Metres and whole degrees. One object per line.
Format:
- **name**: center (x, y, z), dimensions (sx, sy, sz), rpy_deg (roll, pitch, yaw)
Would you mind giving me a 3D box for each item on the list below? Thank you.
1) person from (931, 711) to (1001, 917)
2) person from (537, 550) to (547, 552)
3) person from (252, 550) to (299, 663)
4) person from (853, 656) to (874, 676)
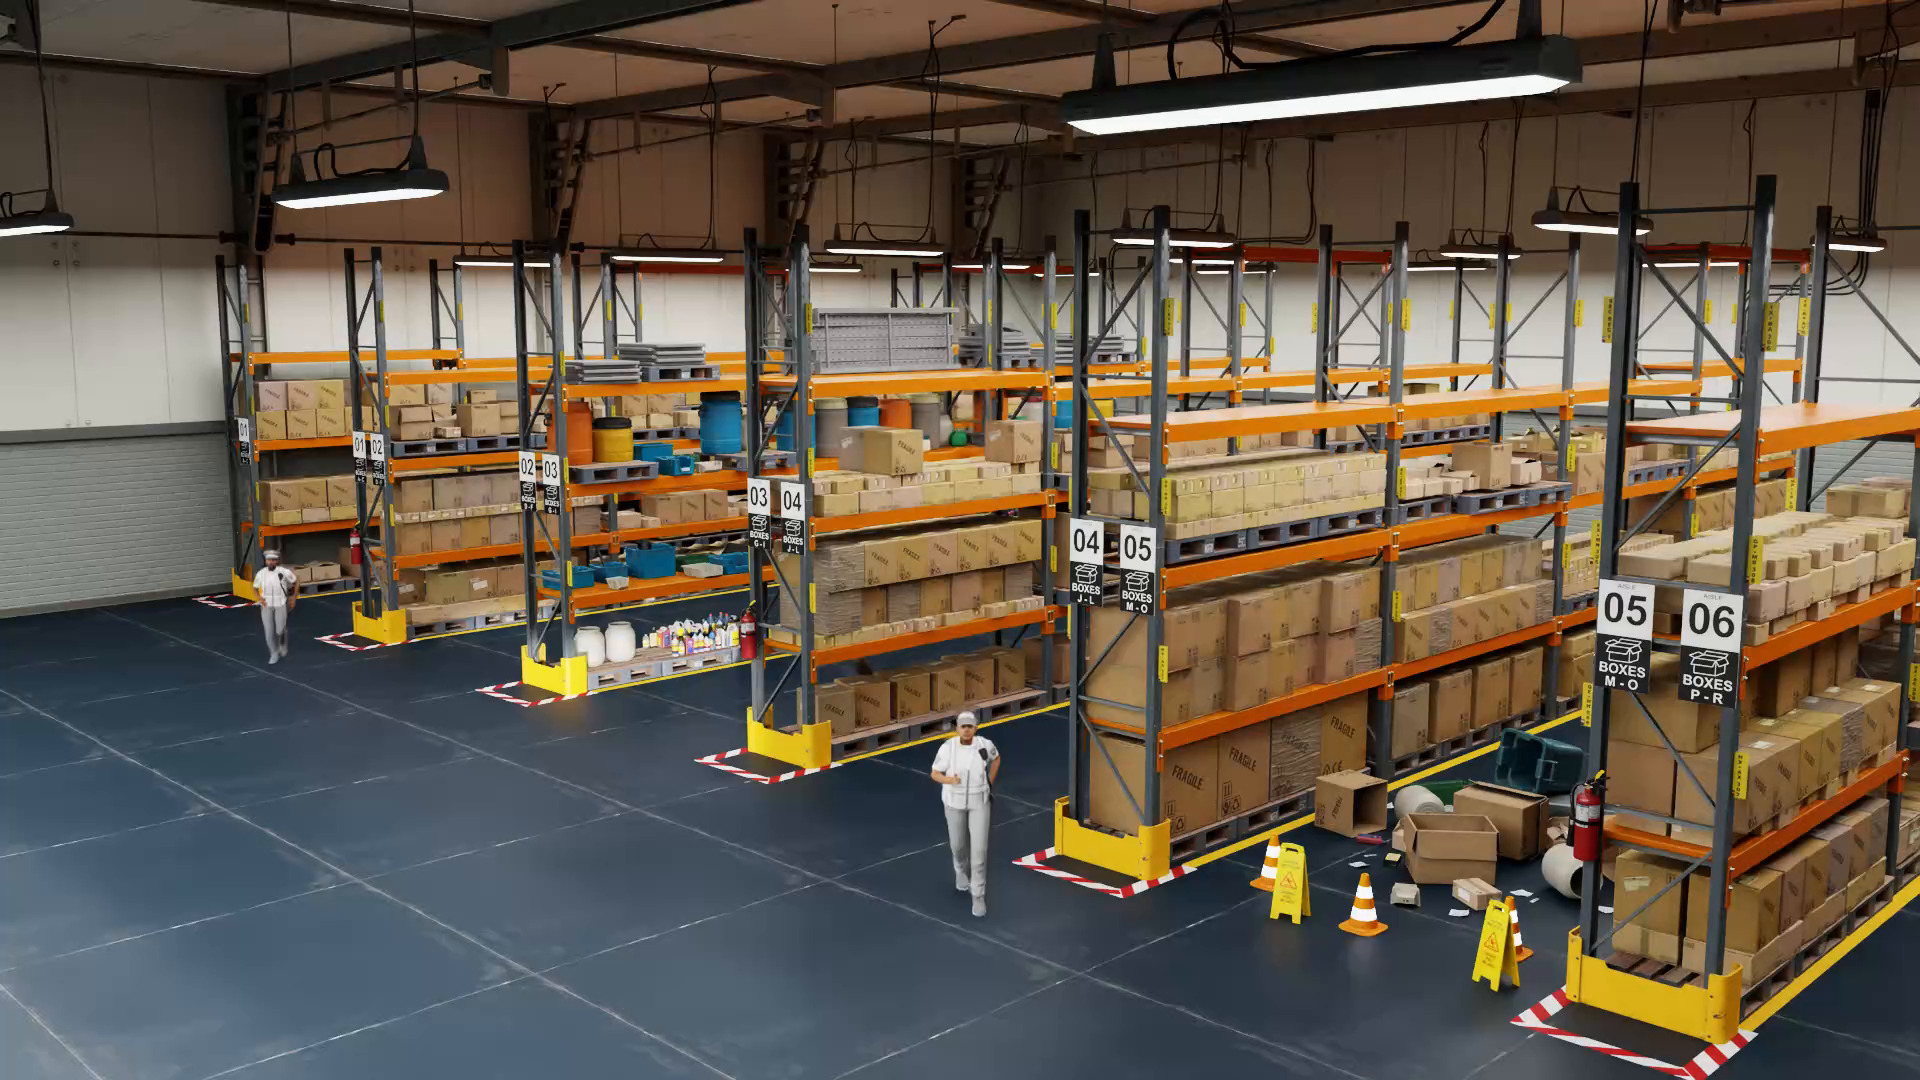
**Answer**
- **person**: center (0.052, 2.305, 14.388), dimensions (0.605, 1.689, 0.831), rpy_deg (0, 8, 0)
- **person**: center (-7.620, 0.104, 30.037), dimensions (0.606, 1.662, 0.887), rpy_deg (5, 9, 31)
- **person**: center (-9.885, 0.958, 24.029), dimensions (0.617, 1.661, 0.563), rpy_deg (-2, 8, -16)
- **person**: center (-1.308, 1.268, 21.801), dimensions (0.563, 1.617, 0.571), rpy_deg (7, 11, 42)
